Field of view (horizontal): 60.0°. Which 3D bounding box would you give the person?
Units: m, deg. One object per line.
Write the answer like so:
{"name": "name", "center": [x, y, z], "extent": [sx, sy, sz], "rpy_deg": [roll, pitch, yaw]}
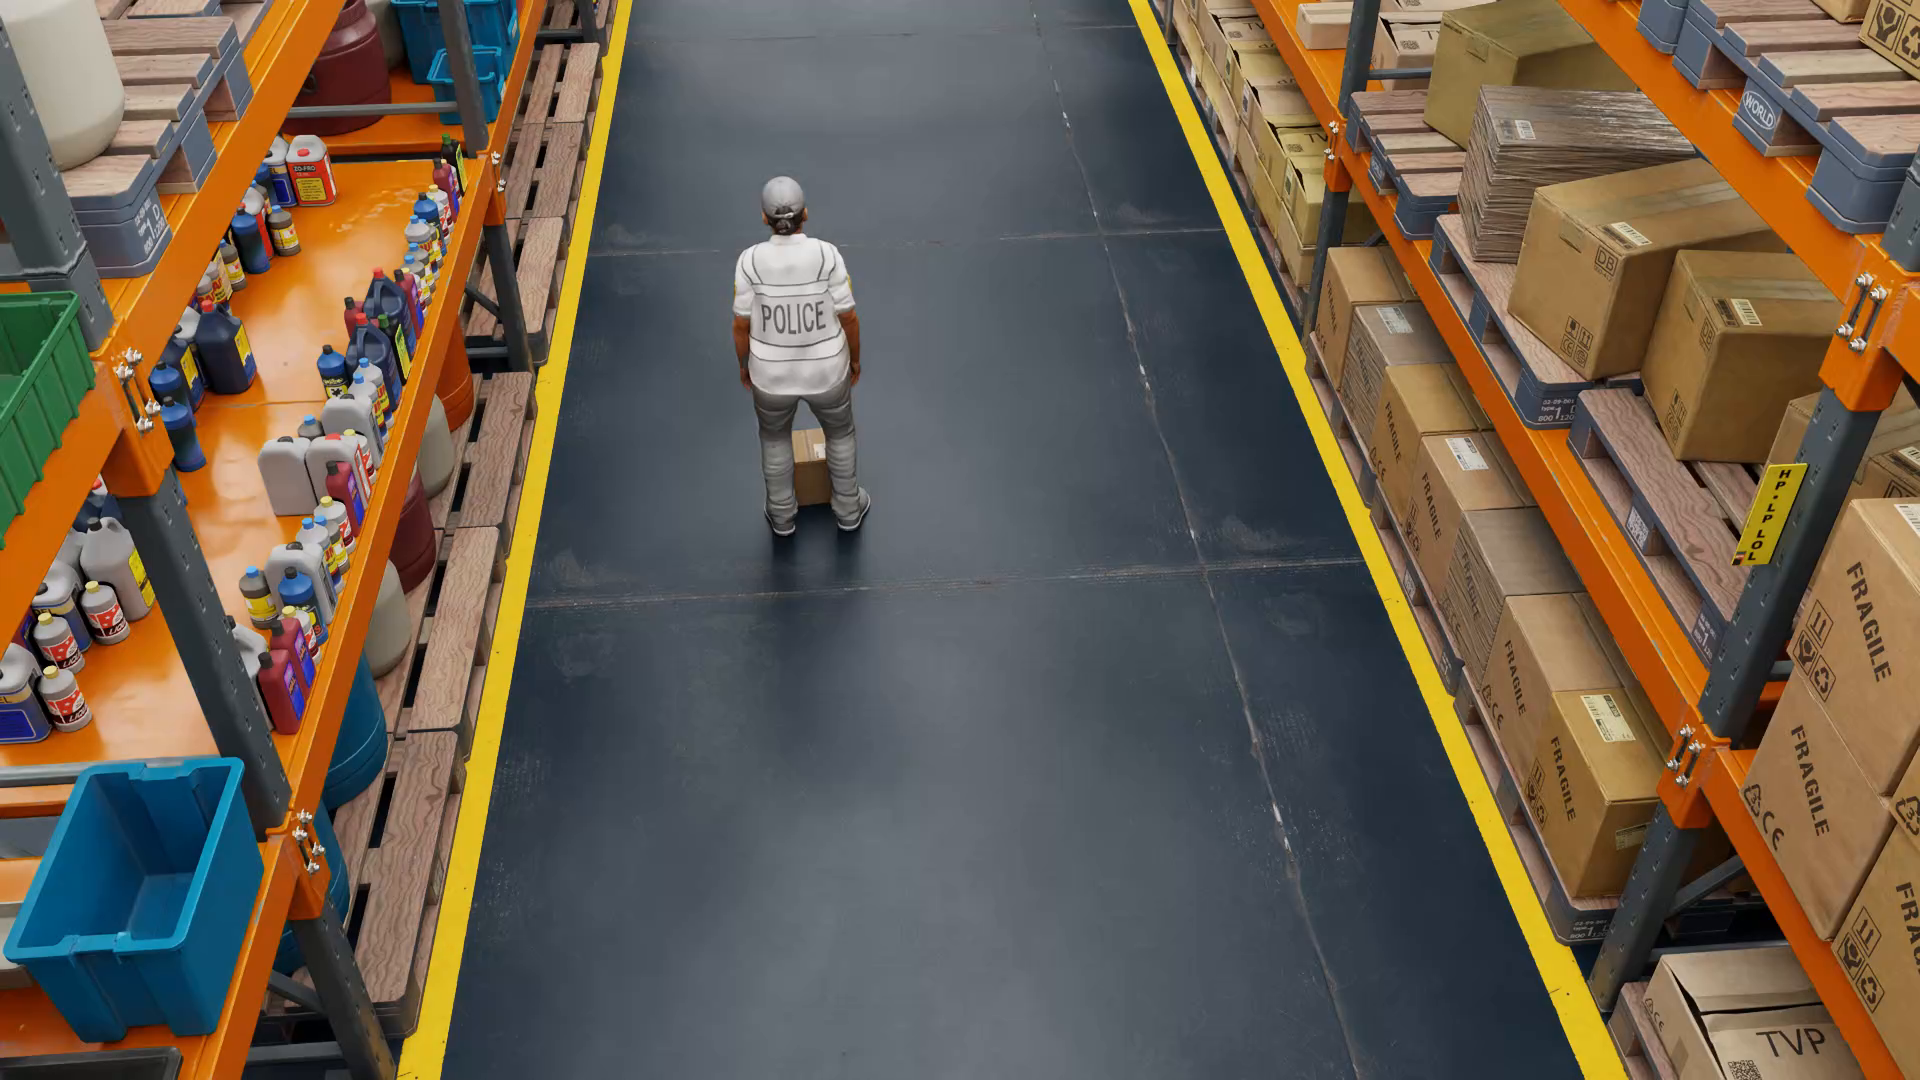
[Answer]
{"name": "person", "center": [-0.674, -0.743, 7.056], "extent": [0.537, 1.666, 0.468], "rpy_deg": [-3, 39, -4]}
